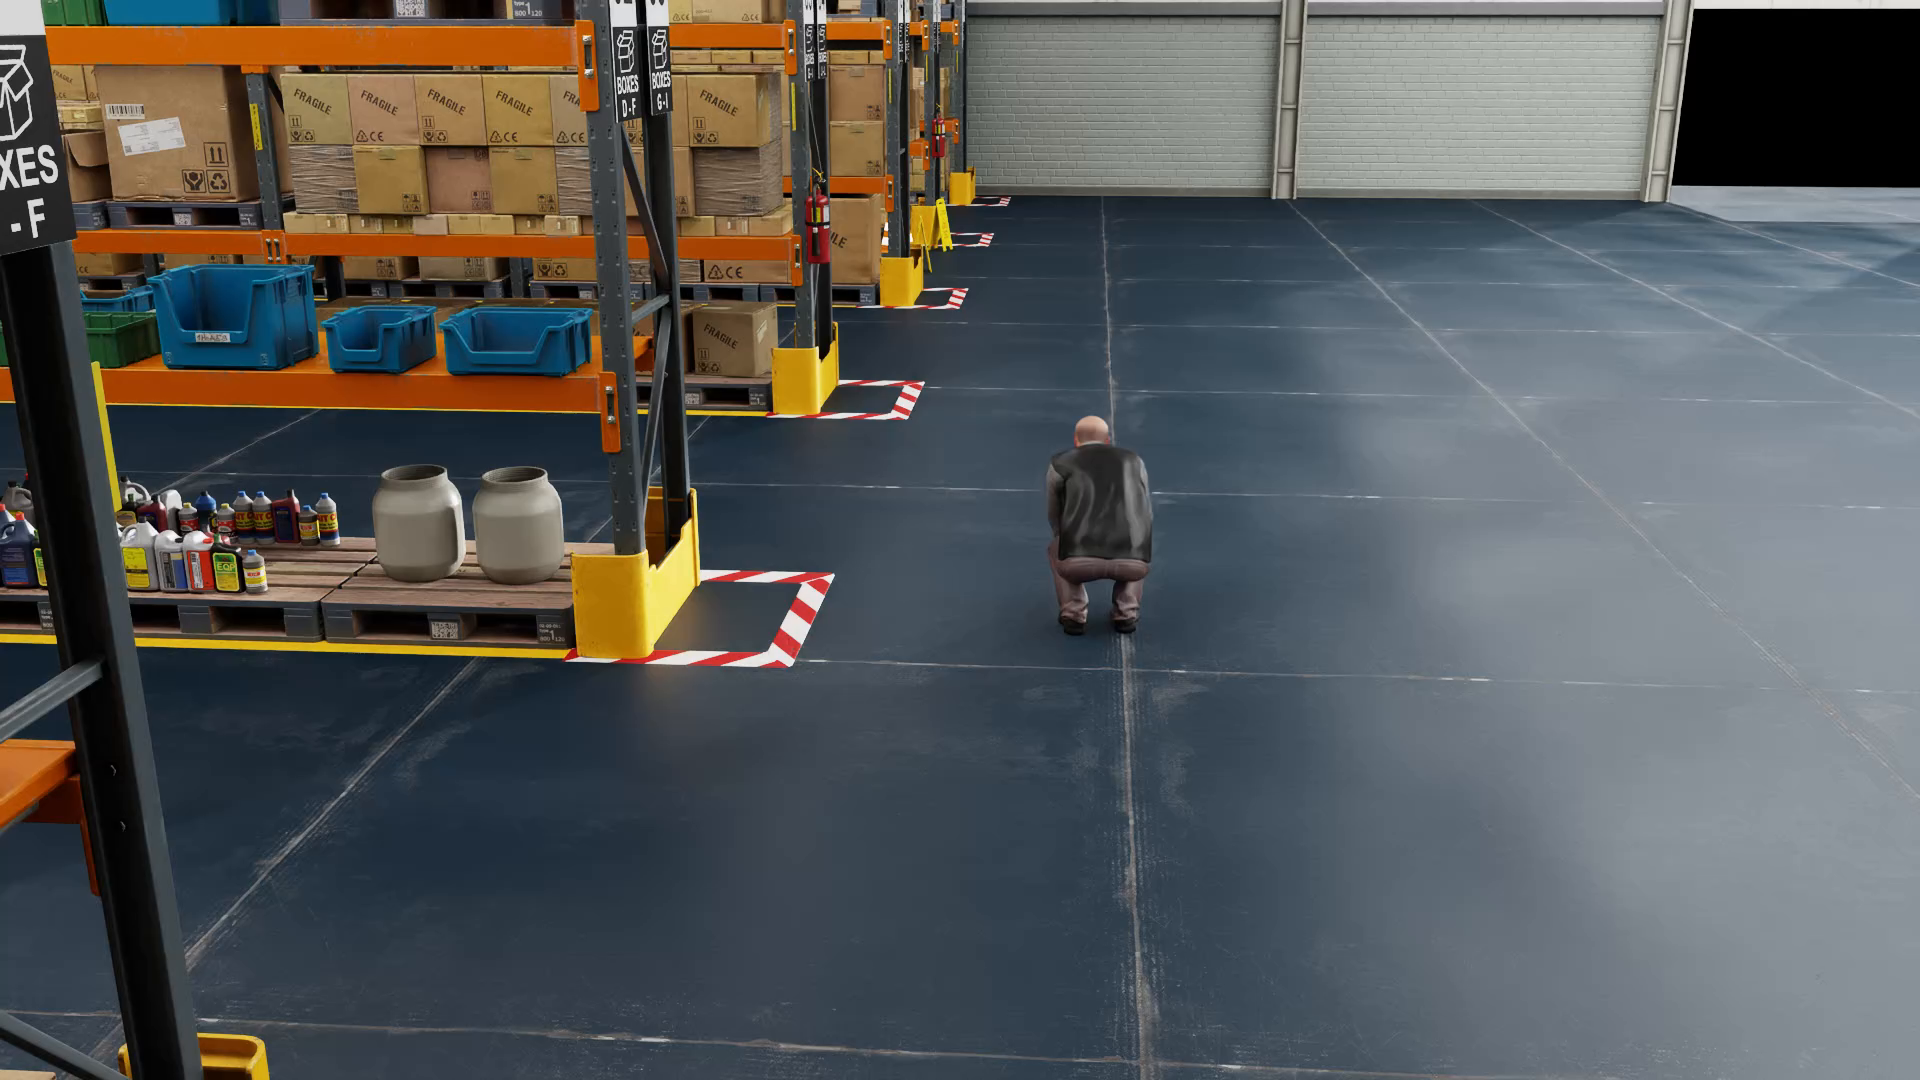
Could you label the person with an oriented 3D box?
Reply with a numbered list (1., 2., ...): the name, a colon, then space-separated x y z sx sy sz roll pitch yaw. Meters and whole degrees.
1. person: 0.678 -0.069 8.093 0.534 0.967 0.851 1 17 4
